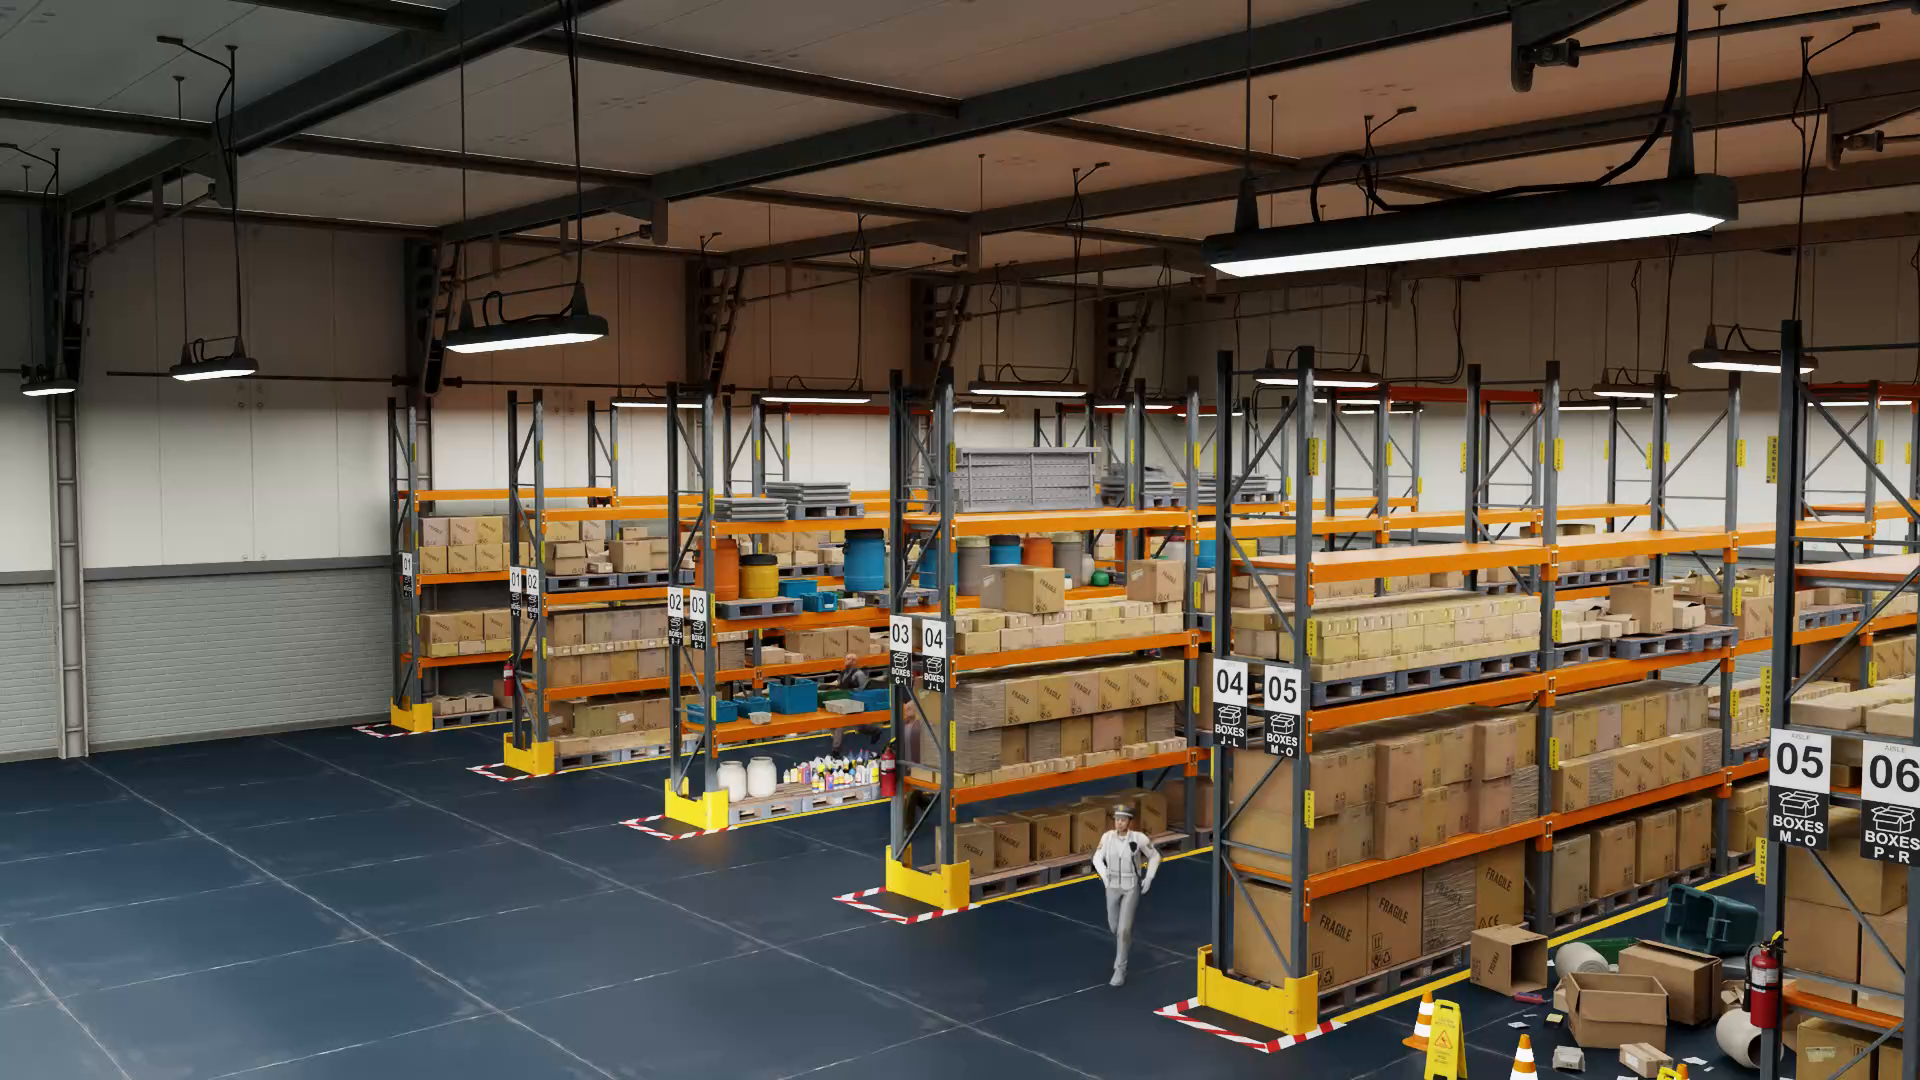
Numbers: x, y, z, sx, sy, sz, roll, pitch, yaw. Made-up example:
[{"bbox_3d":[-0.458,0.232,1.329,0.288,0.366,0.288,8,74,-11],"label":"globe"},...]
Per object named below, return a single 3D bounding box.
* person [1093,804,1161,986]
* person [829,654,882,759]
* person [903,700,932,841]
[{"bbox_3d":[1.608,3.387,16.143,0.639,1.712,0.781,1,4,22],"label":"person"},{"bbox_3d":[-1.744,2.725,27.373,0.628,1.723,1.122,3,5,43],"label":"person"},{"bbox_3d":[-0.578,3.002,21.865,0.718,1.788,1.028,2,4,37],"label":"person"}]
